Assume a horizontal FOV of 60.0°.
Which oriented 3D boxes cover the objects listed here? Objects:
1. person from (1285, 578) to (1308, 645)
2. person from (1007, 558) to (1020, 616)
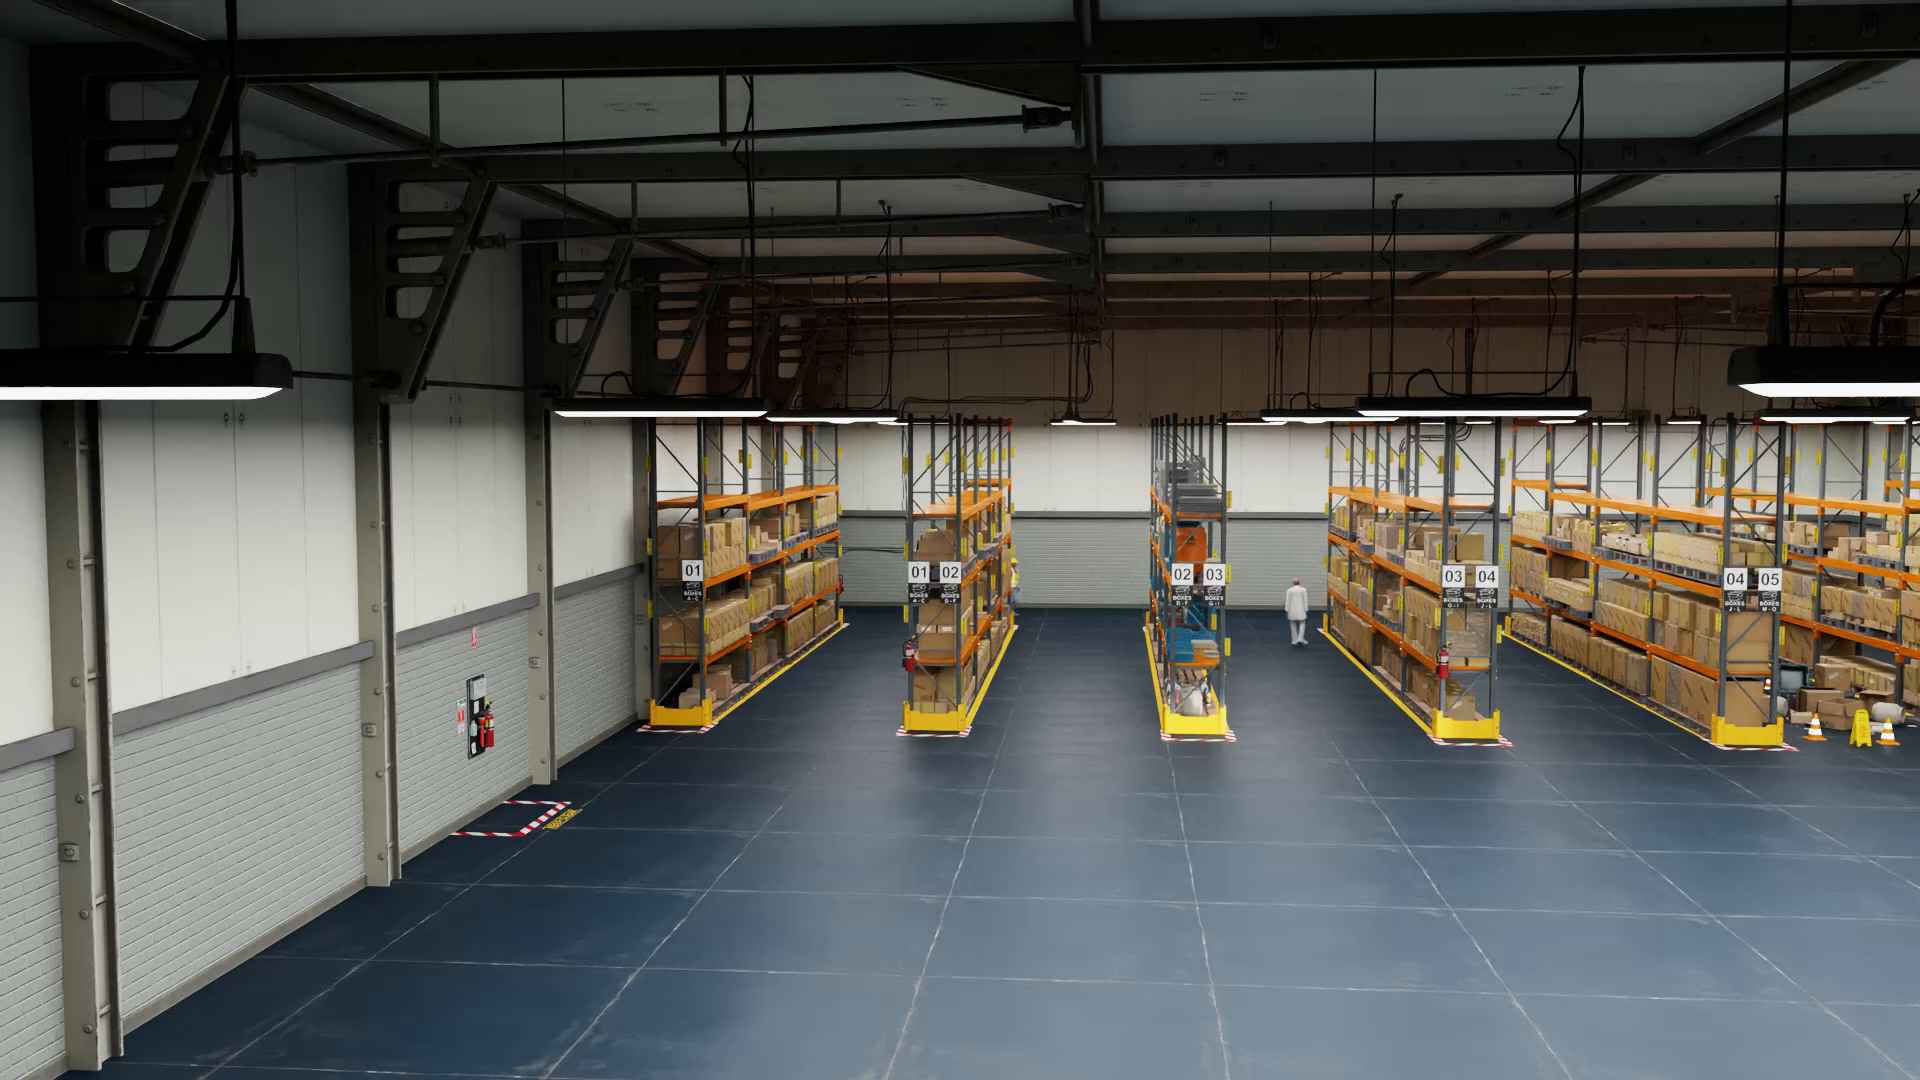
[{"bbox_3d":[8.897,1.884,43.971,0.617,1.775,0.593,0,4,3],"label":"person"},{"bbox_3d":[1.556,1.433,50.421,0.471,1.769,0.623,1,4,21],"label":"person"}]
